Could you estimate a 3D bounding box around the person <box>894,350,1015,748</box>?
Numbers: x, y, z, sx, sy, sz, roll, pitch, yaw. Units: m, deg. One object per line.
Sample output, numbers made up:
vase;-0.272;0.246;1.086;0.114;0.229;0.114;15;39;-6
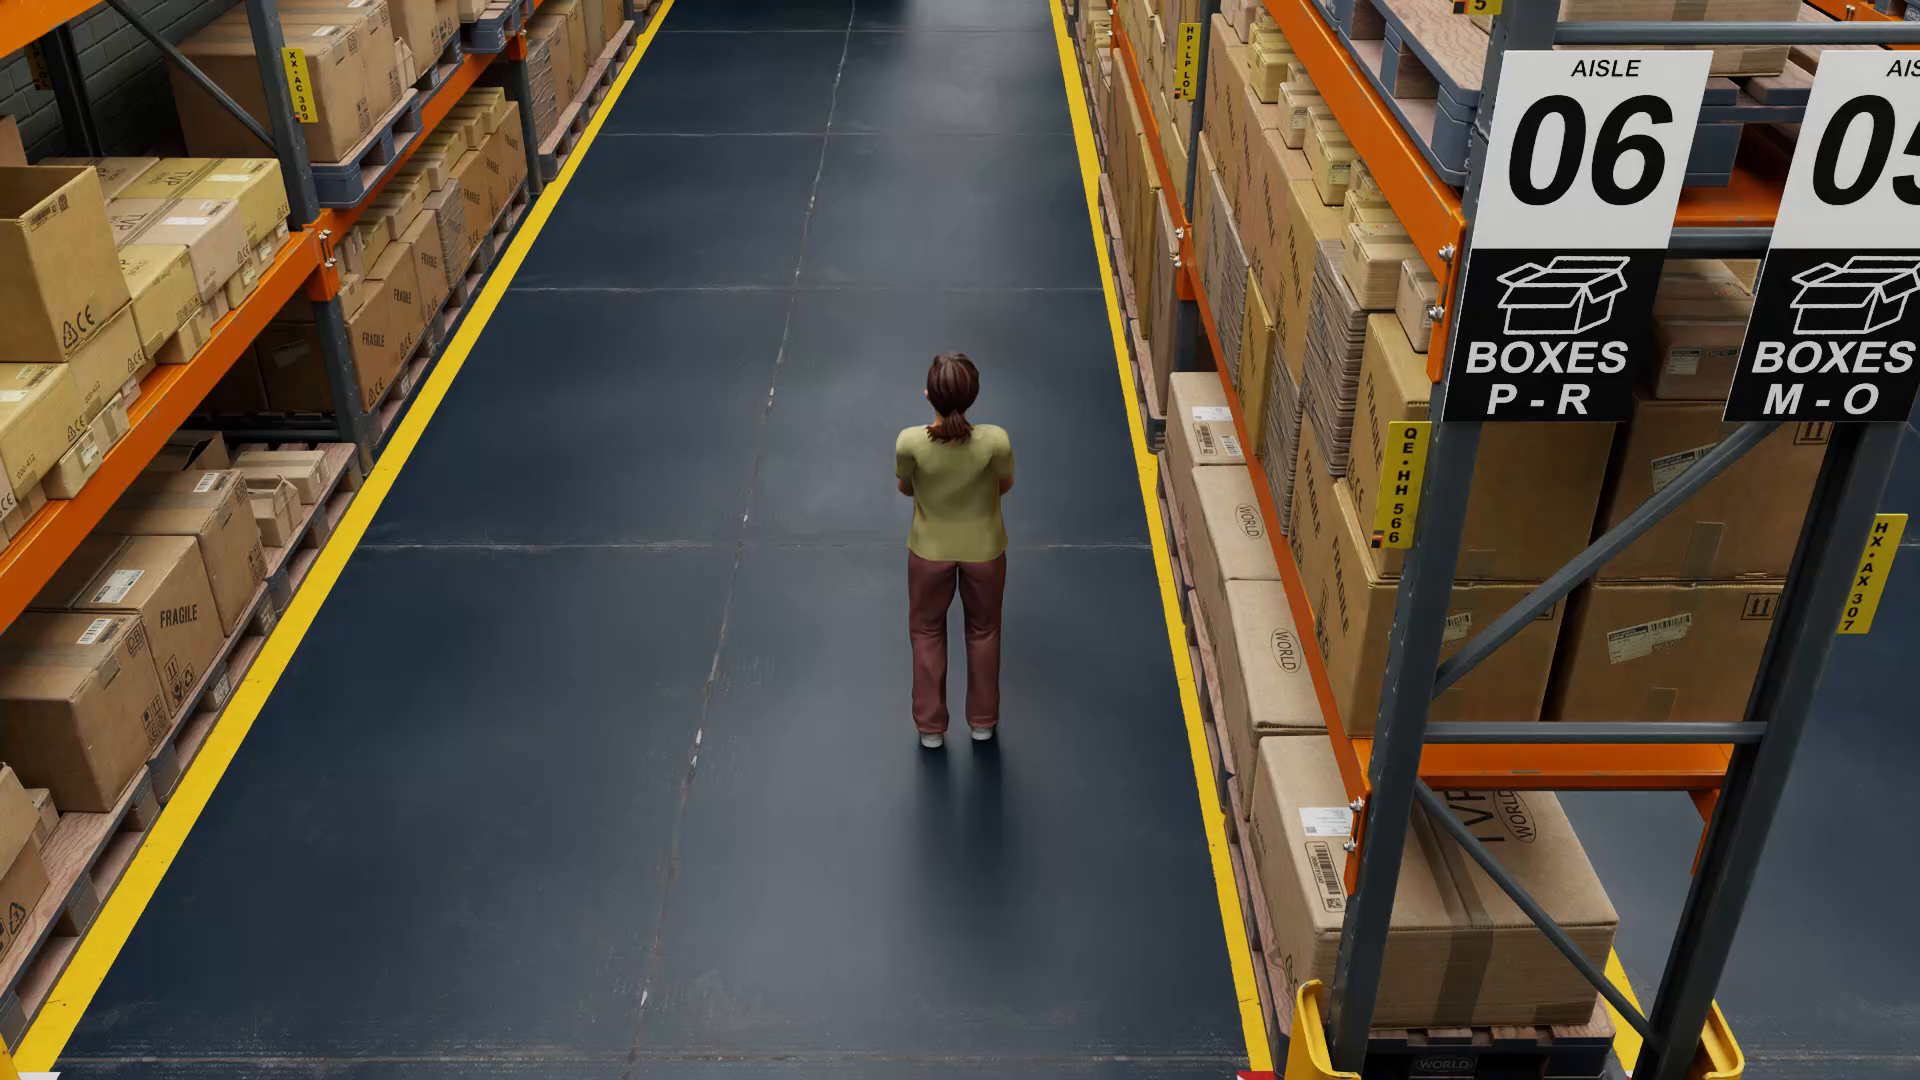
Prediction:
person;-0.019;0.014;6.130;0.428;1.654;0.545;0;32;0
